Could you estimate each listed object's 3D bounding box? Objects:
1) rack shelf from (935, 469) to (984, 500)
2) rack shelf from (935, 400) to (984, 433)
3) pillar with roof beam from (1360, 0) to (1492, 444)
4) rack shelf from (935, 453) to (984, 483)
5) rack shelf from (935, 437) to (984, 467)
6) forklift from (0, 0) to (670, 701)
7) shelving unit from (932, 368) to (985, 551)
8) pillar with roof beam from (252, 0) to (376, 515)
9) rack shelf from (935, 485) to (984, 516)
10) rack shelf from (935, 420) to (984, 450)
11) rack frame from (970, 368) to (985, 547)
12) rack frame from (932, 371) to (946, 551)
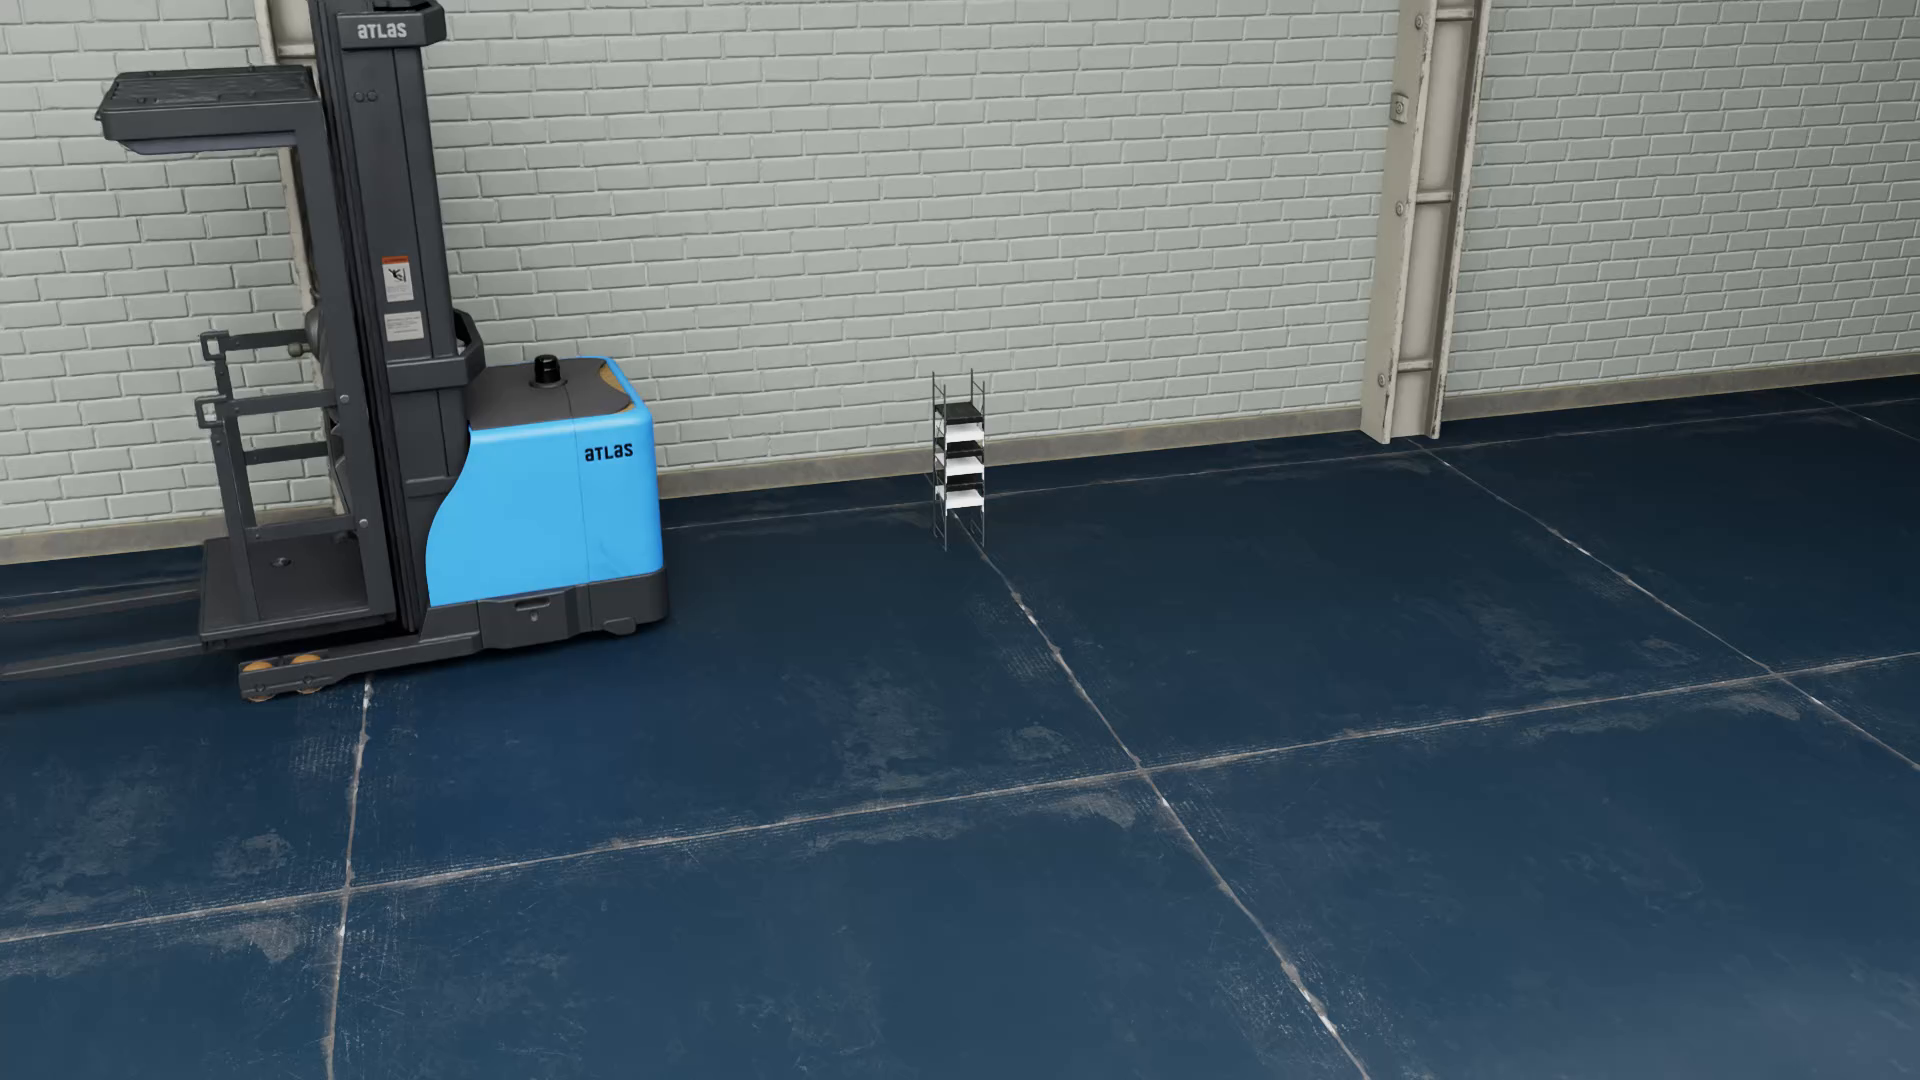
[{"bbox_3d":[-0.008,-0.299,8.619,0.200,0.077,0.258,-6,24,-14],"label":"rack shelf"},{"bbox_3d":[-0.008,-0.630,8.477,0.200,0.077,0.258,-6,24,-14],"label":"rack shelf"},{"bbox_3d":[3.877,-3.164,4.712,0.400,9.000,9.100,-6,24,-14],"label":"pillar with roof beam"},{"bbox_3d":[-0.008,-0.382,8.584,0.200,0.077,0.258,-6,24,-14],"label":"rack shelf"},{"bbox_3d":[-0.008,-0.465,8.548,0.200,0.077,0.258,-6,24,-14],"label":"rack shelf"},{"bbox_3d":[-2.926,-0.890,7.107,3.031,2.935,1.130,-9,25,-20],"label":"forklift"},{"bbox_3d":[-0.008,-0.413,8.571,0.210,0.900,0.258,-6,24,-14],"label":"shelving unit"},{"bbox_3d":[-1.900,-2.525,3.223,0.400,9.000,9.100,-6,24,-14],"label":"pillar with roof beam"},{"bbox_3d":[-0.008,-0.217,8.655,0.200,0.077,0.258,-6,24,-14],"label":"rack shelf"},{"bbox_3d":[-0.008,-0.547,8.513,0.200,0.077,0.258,-6,24,-14],"label":"rack shelf"},{"bbox_3d":[0.090,-0.424,8.596,0.006,0.900,0.240,-6,24,-14],"label":"rack frame"},{"bbox_3d":[-0.106,-0.402,8.545,0.006,0.900,0.240,-6,24,-14],"label":"rack frame"}]
